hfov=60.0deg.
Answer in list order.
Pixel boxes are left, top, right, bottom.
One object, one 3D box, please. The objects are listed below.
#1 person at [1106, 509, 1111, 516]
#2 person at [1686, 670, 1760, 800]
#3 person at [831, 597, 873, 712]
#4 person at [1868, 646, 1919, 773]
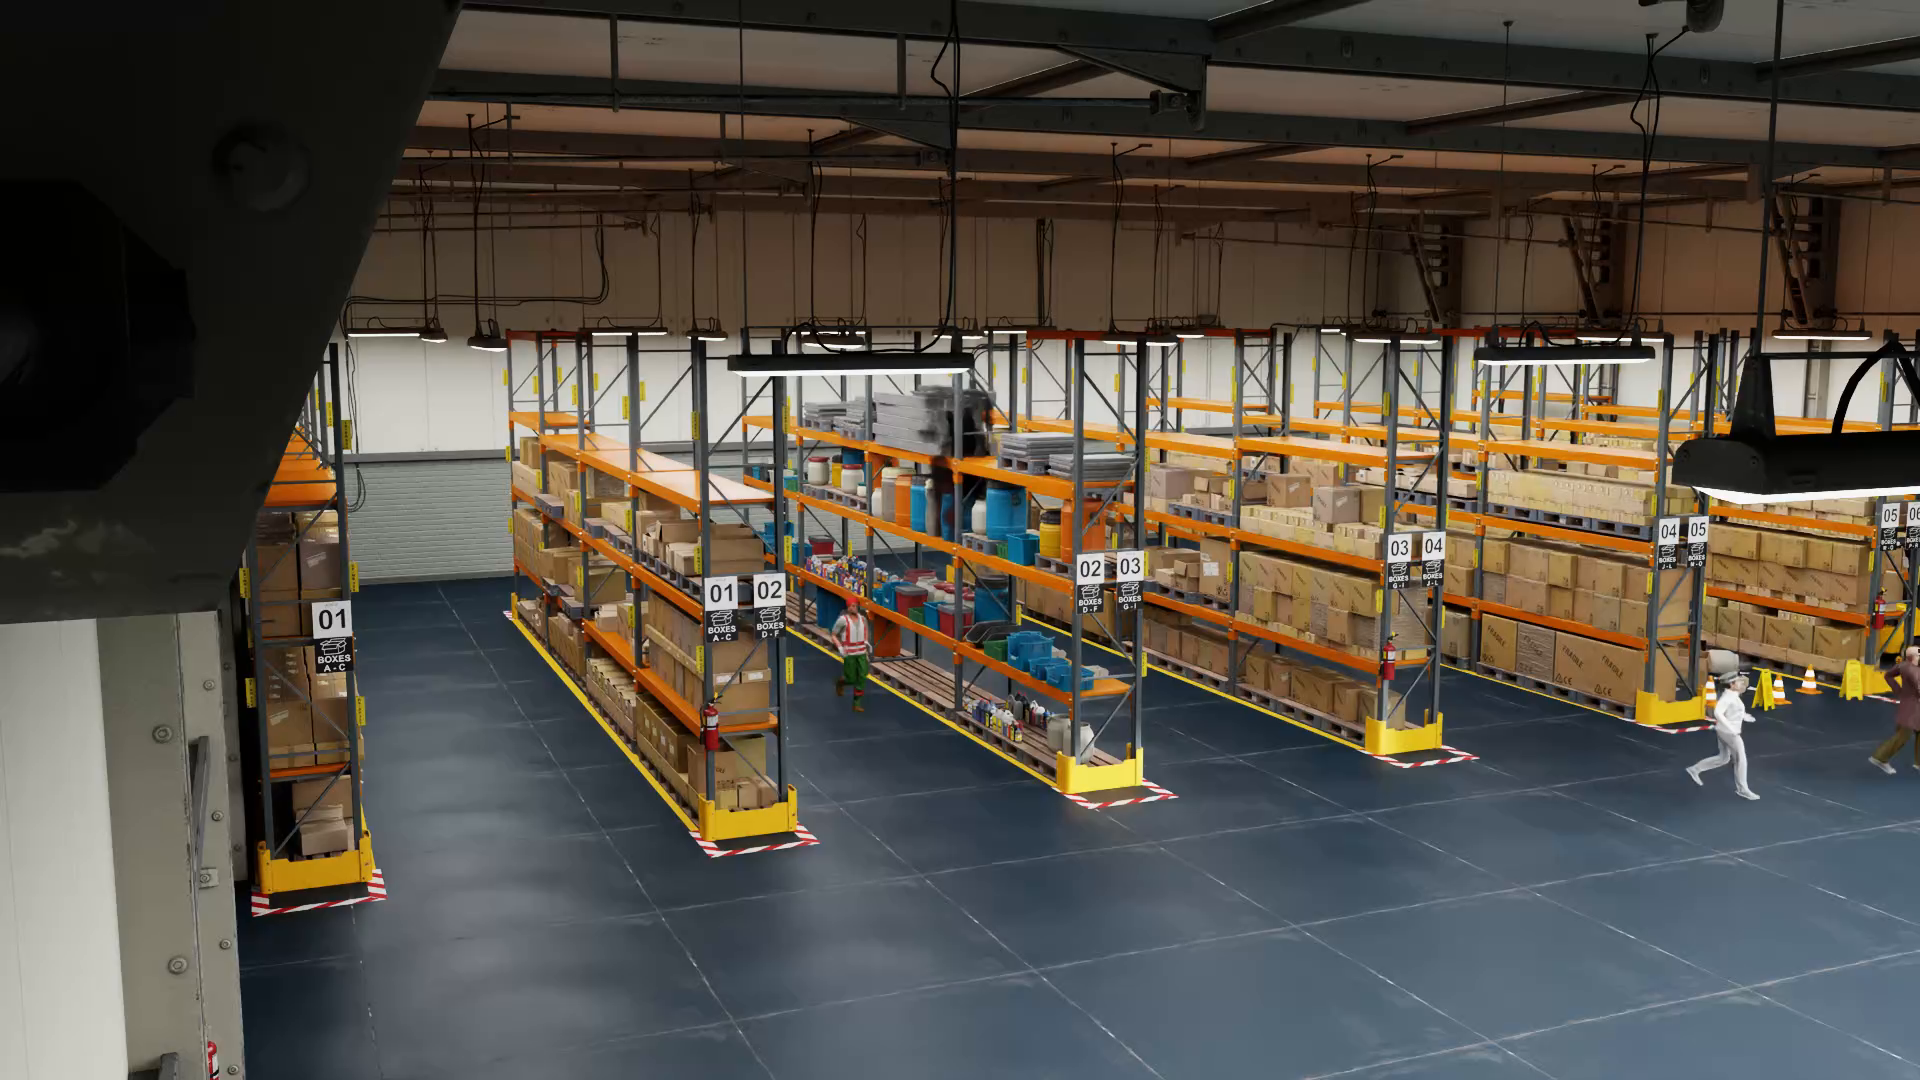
[{"bbox_3d":[3.459,-0.032,41.174,0.569,1.585,0.711,-5,9,-35],"label":"person"},{"bbox_3d":[10.051,2.543,21.817,0.904,1.703,0.618,2,8,16],"label":"person"},{"bbox_3d":[-1.640,1.731,25.389,0.656,1.756,0.741,-5,9,-31],"label":"person"},{"bbox_3d":[12.974,2.354,22.727,0.929,1.832,0.677,3,8,20],"label":"person"}]
